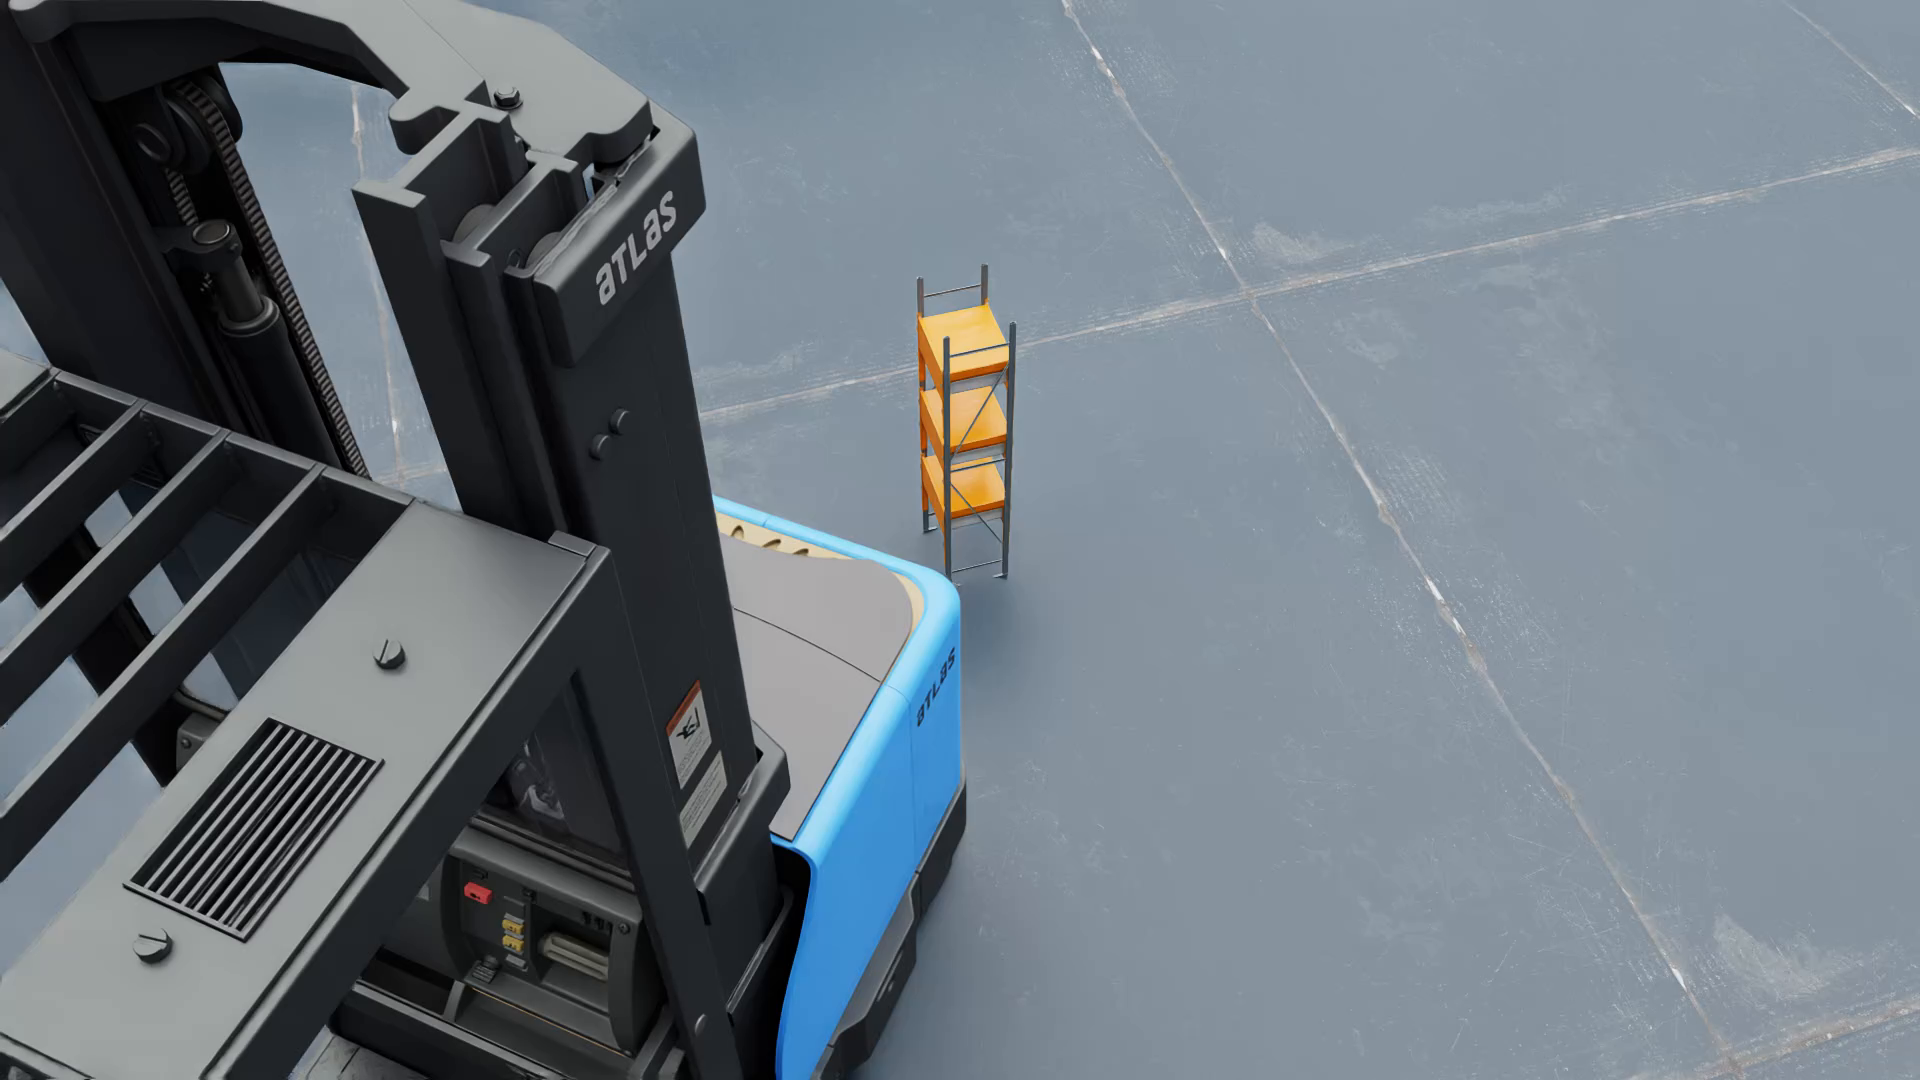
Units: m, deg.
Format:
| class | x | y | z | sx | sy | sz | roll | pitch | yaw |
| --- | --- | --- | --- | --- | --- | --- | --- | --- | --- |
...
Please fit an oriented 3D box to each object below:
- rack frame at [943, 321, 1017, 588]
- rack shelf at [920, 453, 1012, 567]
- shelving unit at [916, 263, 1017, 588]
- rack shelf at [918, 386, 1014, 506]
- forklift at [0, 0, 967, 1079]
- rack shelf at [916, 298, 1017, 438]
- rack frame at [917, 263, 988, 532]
| class | x | y | z | sx | sy | sz | roll | pitch | yaw |
| --- | --- | --- | --- | --- | --- | --- | --- | --- | --- |
| rack frame | 0.052 | -0.210 | 4.741 | 0.200 | 1.050 | 0.008 | -13 | 51 | -11 |
| rack shelf | 0.016 | -0.113 | 5.036 | 0.215 | 0.259 | 0.240 | -13 | 51 | -11 |
| shelving unit | 0.016 | -0.299 | 4.816 | 0.215 | 1.050 | 0.252 | -13 | 51 | -11 |
| rack shelf | 0.016 | -0.292 | 4.824 | 0.215 | 0.259 | 0.240 | -13 | 51 | -11 |
| forklift | -1.035 | 0.723 | 2.724 | 1.130 | 2.935 | 3.031 | 18 | 52 | 15 |
| rack shelf | 0.016 | -0.475 | 4.607 | 0.215 | 0.259 | 0.240 | -13 | 51 | -11 |
| rack frame | -0.020 | -0.388 | 4.891 | 0.200 | 1.050 | 0.008 | -13 | 51 | -11 |
